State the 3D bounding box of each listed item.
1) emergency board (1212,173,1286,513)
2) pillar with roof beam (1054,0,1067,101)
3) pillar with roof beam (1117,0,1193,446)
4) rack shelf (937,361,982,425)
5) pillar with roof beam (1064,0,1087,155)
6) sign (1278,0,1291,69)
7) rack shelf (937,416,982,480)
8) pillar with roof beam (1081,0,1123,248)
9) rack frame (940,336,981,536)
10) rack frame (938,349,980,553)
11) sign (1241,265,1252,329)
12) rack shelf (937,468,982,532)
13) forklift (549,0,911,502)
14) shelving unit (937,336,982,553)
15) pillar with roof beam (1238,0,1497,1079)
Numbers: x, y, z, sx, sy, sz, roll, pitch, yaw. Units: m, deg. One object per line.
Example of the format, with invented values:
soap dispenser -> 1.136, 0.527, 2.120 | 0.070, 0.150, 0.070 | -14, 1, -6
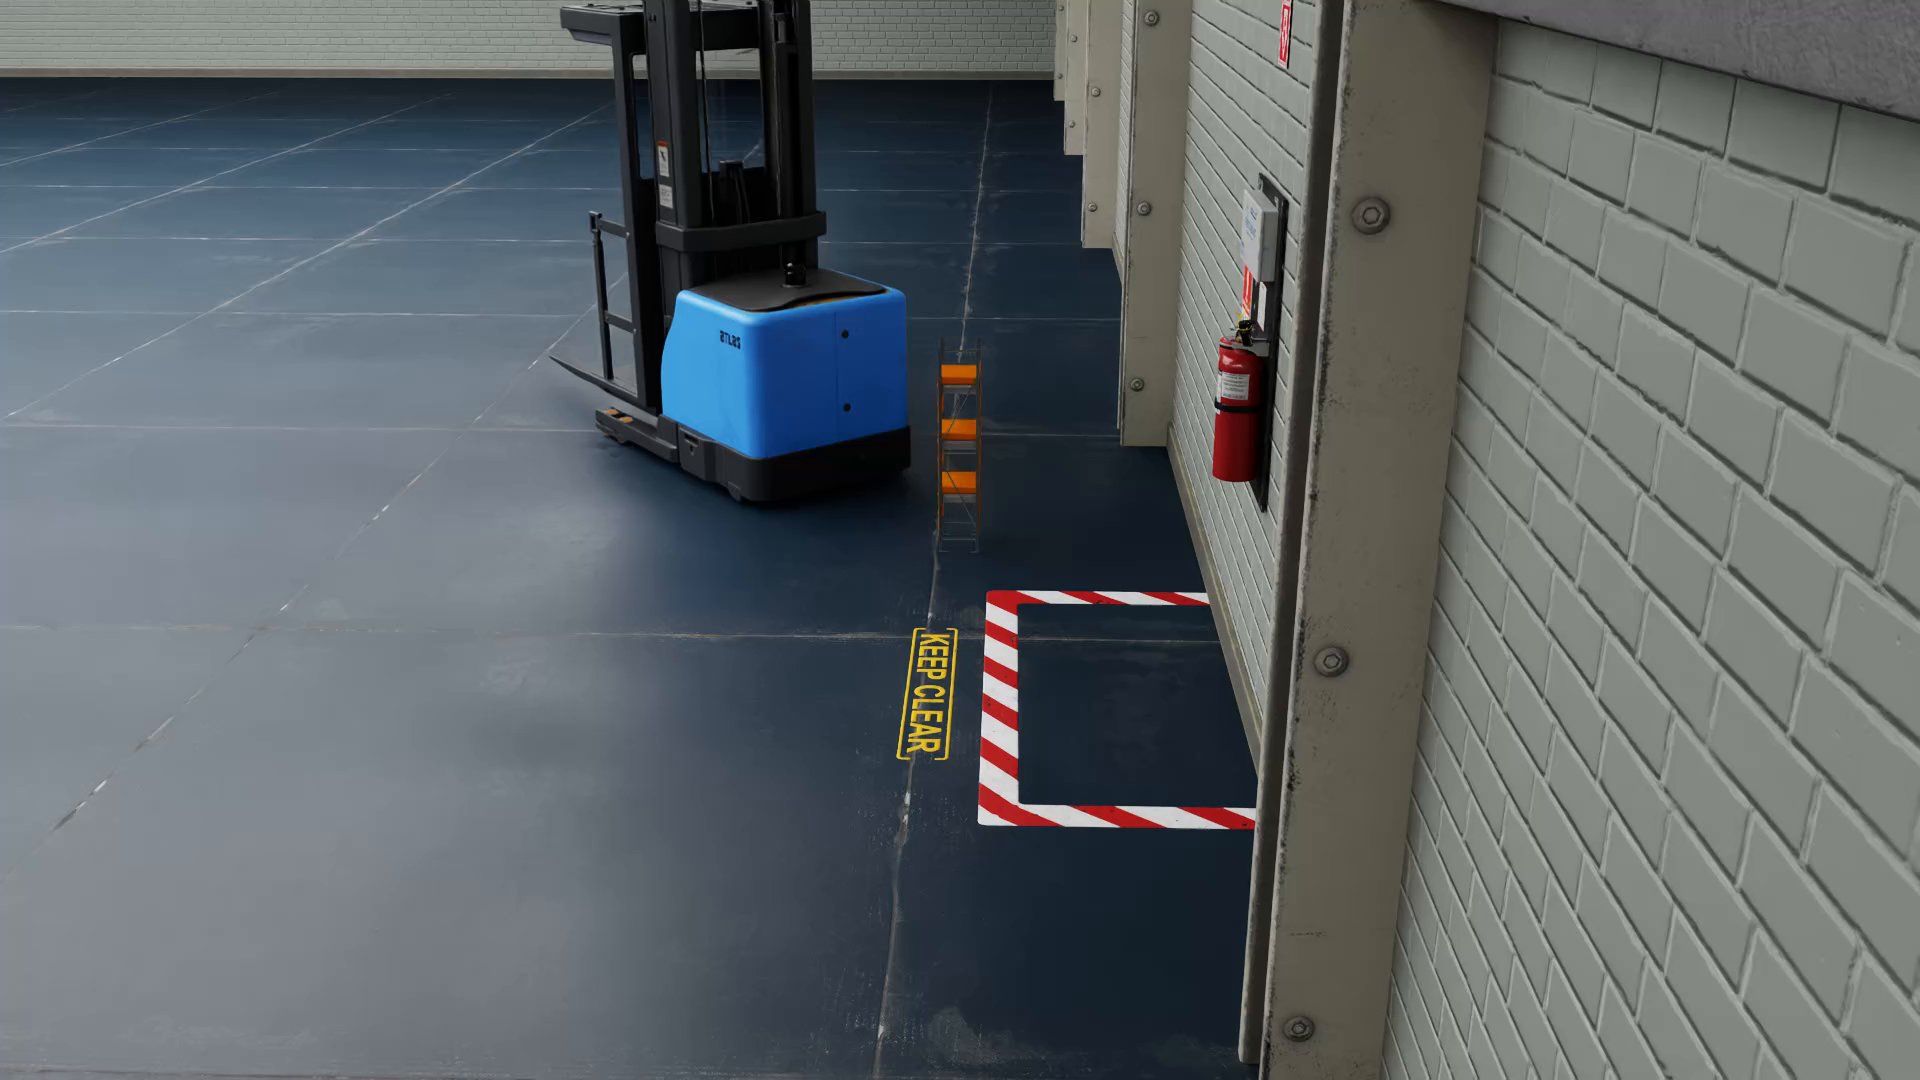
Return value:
emergency board -> 1.058, -0.758, 6.335 | 0.194, 1.169, 0.643 | 1, 21, 2
pillar with roof beam -> -2.628, -11.386, 25.435 | 9.100, 9.000, 0.400 | 1, 21, 2
pillar with roof beam -> -3.175, -4.878, 8.661 | 9.100, 9.000, 0.400 | 1, 21, 2
rack shelf -> -0.002, -0.725, 8.190 | 0.215, 0.259, 0.240 | 1, 21, 2
pillar with roof beam -> -2.810, -9.217, 19.844 | 9.100, 9.000, 0.400 | 1, 21, 2
sign -> 1.158, -1.840, 5.921 | 0.001, 0.298, 0.199 | 1, 21, 2
rack shelf -> -0.002, -0.460, 8.293 | 0.215, 0.259, 0.240 | 1, 21, 2
pillar with roof beam -> -2.993, -7.048, 14.253 | 9.100, 9.000, 0.400 | 1, 21, 2
rack frame -> 0.002, -0.514, 8.403 | 0.200, 1.050, 0.008 | 1, 21, 2
rack frame -> -0.005, -0.426, 8.175 | 0.200, 1.050, 0.008 | 1, 21, 2
sign -> 1.178, -0.973, 6.841 | 0.001, 0.329, 0.234 | 1, 21, 2
rack shelf -> -0.002, -0.201, 8.394 | 0.215, 0.259, 0.240 | 1, 21, 2
forklift -> -1.569, -2.038, 9.730 | 1.130, 2.935, 3.031 | -15, 26, -34
shelving unit -> -0.002, -0.470, 8.289 | 0.215, 1.050, 0.252 | 1, 21, 2
pillar with roof beam -> -3.358, -2.709, 3.070 | 9.100, 9.000, 0.400 | 1, 21, 2
